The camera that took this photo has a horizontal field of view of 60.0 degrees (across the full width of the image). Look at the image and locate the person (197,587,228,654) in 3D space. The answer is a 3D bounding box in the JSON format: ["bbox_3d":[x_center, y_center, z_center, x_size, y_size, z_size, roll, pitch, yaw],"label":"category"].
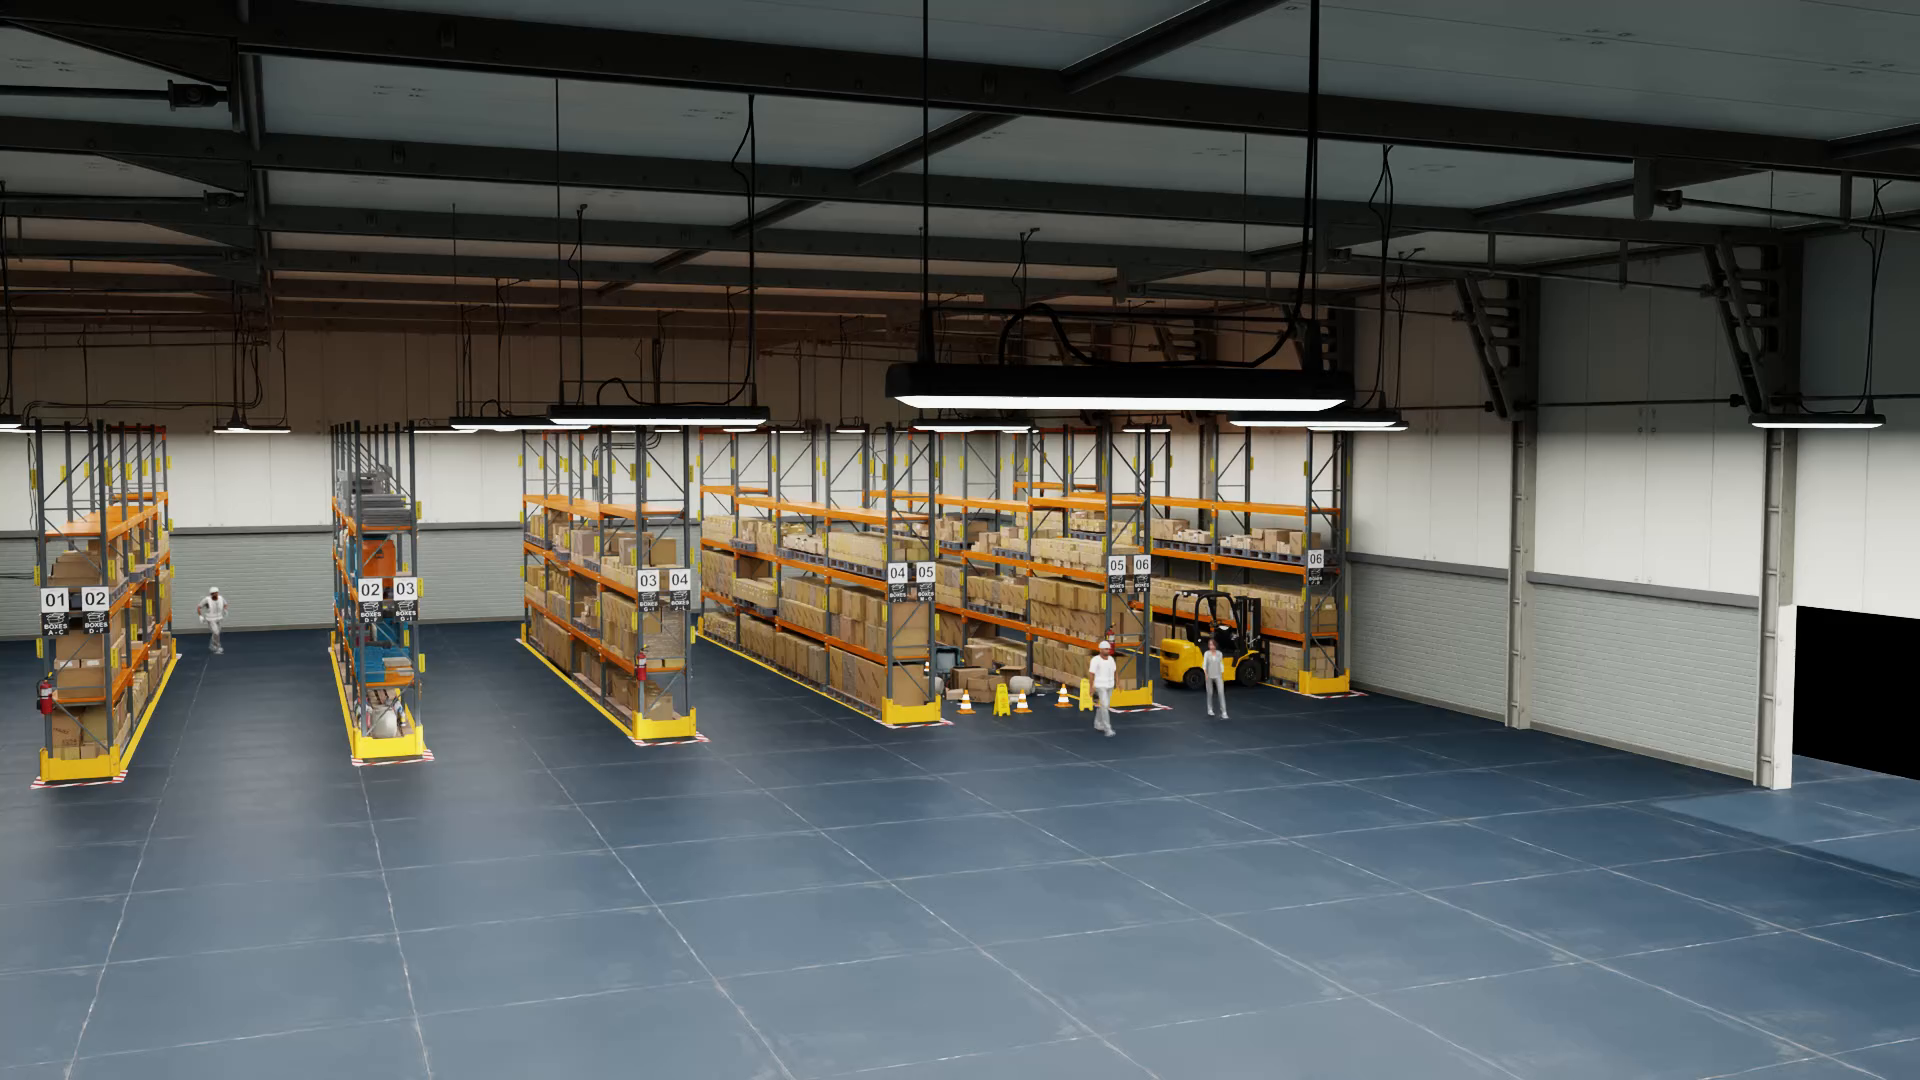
[{"bbox_3d":[-19.699,2.124,43.835,0.787,1.803,0.776,3,4,38],"label":"person"}]

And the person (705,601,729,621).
[{"bbox_3d":[-7.164,1.803,49.524,0.881,1.625,0.489,0,4,-4],"label":"person"}]

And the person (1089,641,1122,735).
[{"bbox_3d":[2.846,2.829,32.033,0.593,1.737,0.810,-3,5,-41],"label":"person"}]

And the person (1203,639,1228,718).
[{"bbox_3d":[5.185,2.812,33.762,0.521,1.577,0.773,1,4,8],"label":"person"}]
